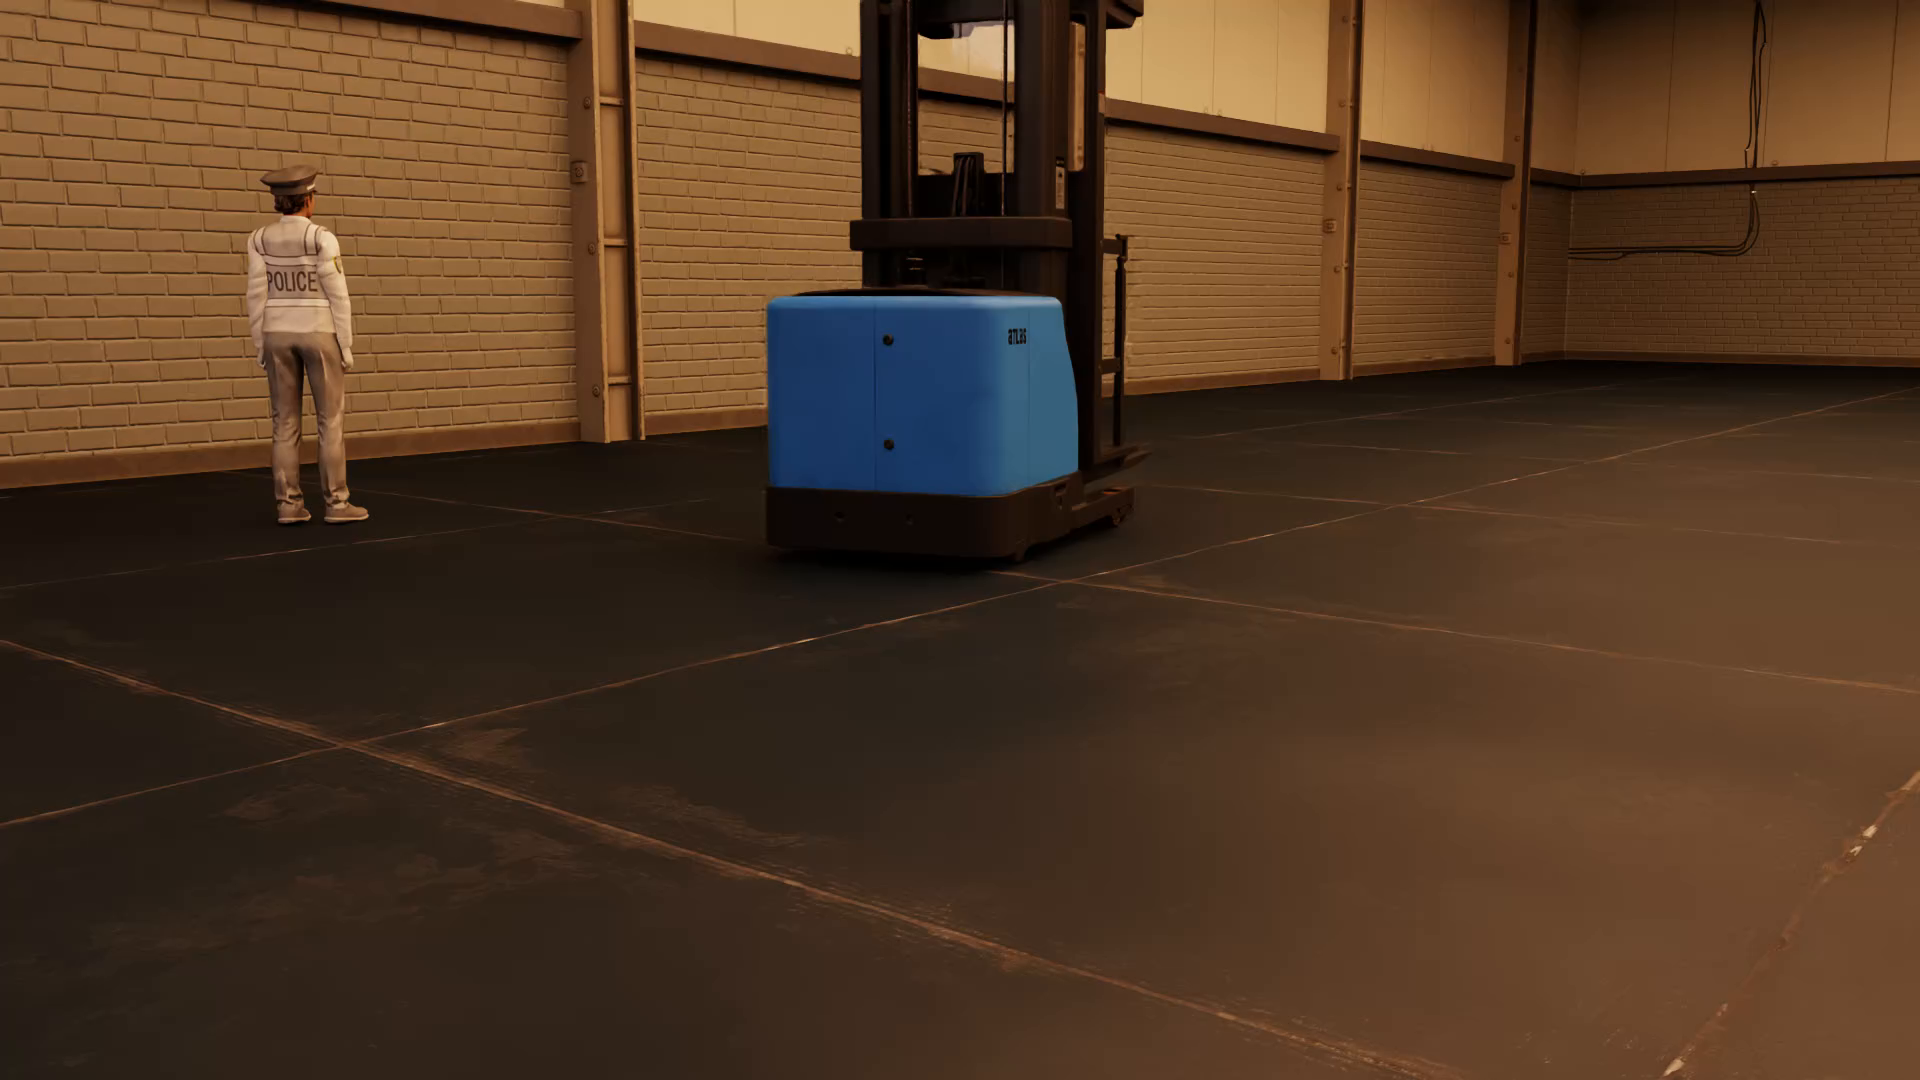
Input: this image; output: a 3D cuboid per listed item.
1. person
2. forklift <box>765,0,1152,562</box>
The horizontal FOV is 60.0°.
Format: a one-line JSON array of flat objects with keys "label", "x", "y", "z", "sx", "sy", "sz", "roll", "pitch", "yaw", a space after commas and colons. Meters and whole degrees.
[{"label": "person", "x": -3.101, "y": -0.920, "z": 7.869, "sx": 0.467, "sy": 1.691, "sz": 0.334, "roll": 0, "pitch": 8, "yaw": 1}, {"label": "forklift", "x": 0.207, "y": -1.536, "z": 7.779, "sx": 1.130, "sy": 2.935, "sz": 3.031, "roll": 3, "pitch": 9, "yaw": 21}]
